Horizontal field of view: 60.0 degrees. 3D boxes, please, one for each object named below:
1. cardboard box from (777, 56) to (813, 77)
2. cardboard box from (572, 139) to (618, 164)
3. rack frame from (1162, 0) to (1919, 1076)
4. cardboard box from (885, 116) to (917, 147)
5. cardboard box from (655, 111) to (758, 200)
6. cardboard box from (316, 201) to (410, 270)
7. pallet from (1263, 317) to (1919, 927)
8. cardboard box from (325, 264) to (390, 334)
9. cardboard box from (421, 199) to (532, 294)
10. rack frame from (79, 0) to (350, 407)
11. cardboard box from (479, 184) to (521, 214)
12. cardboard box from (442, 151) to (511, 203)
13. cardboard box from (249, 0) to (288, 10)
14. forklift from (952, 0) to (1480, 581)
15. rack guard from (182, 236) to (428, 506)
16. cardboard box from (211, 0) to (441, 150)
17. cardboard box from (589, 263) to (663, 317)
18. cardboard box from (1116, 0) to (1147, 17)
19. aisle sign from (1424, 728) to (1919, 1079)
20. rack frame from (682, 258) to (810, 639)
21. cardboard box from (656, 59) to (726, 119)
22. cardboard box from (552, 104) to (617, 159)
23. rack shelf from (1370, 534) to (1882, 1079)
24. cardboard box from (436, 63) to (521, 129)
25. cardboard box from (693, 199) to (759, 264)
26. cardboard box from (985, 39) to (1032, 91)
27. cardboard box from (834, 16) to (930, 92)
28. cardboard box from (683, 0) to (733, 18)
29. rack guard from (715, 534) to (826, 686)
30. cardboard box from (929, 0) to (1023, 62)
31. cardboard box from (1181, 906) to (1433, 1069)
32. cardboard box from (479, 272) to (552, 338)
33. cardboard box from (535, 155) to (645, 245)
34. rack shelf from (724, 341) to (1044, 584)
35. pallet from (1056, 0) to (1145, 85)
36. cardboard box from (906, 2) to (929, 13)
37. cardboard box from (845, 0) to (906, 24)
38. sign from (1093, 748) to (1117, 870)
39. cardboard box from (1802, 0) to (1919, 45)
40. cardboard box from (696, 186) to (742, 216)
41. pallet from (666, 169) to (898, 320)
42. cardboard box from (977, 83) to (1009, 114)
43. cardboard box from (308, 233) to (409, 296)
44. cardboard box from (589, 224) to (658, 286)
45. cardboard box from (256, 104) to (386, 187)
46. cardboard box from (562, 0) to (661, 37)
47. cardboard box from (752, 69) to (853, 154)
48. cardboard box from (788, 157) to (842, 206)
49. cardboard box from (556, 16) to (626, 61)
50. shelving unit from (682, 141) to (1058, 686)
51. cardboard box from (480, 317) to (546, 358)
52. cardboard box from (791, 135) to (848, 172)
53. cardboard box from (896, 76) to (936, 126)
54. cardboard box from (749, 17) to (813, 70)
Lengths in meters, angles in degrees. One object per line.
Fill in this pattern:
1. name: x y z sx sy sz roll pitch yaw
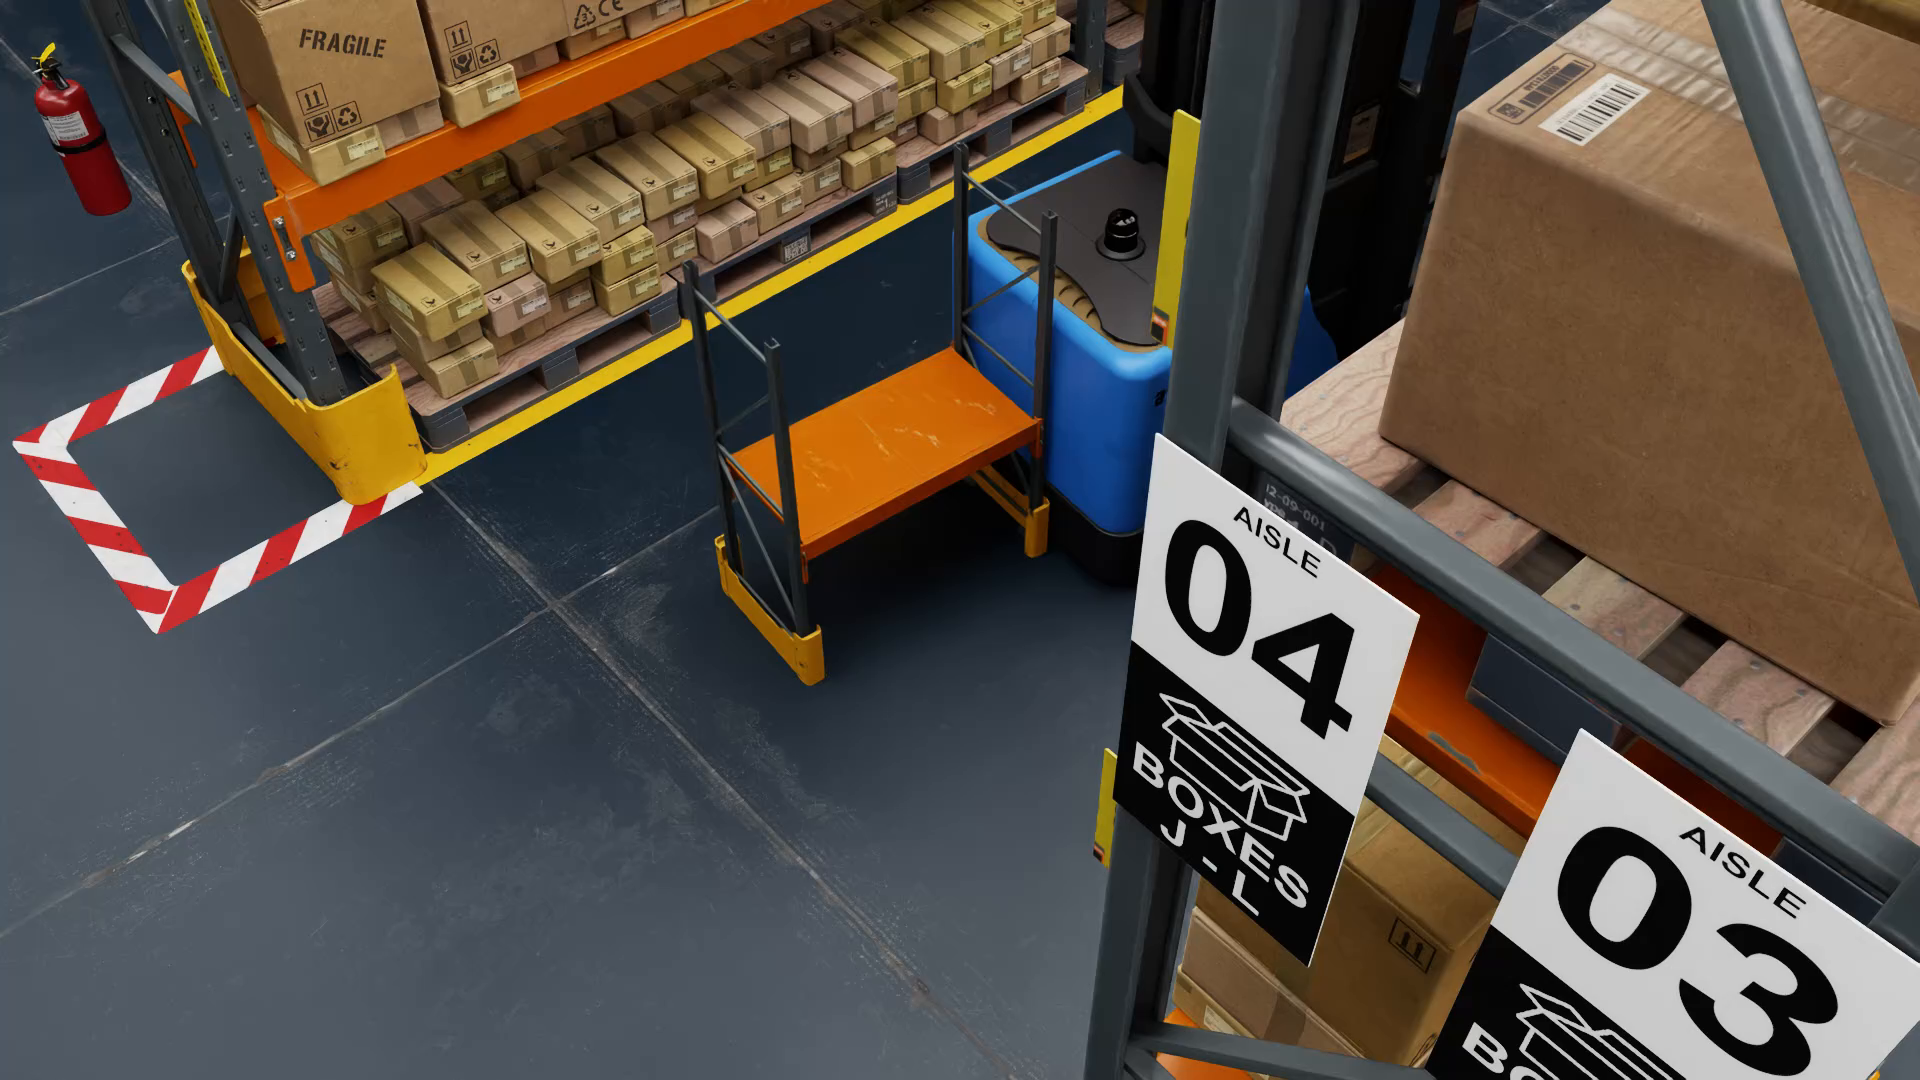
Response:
1. cardboard box: -0.863 -2.174 7.667 0.250 0.149 0.380 -31 55 -26
2. cardboard box: -1.679 -1.708 7.236 0.250 0.149 0.380 -33 55 -27
3. rack frame: 0.627 -0.781 0.848 0.127 3.000 1.000 -34 56 -27
4. cardboard box: -0.414 -1.955 7.667 0.250 0.149 0.380 -35 56 -28
5. cardboard box: -1.058 -1.607 6.941 0.250 0.149 0.380 -33 55 -27
6. cardboard box: -2.414 -1.271 6.631 0.250 0.149 0.380 -33 55 -27
7. pallet: 1.169 -0.107 2.327 1.213 0.211 1.003 -34 56 -27
8. cardboard box: -2.386 -1.043 6.826 0.250 0.149 0.380 -33 55 -27
9. cardboard box: -1.896 -1.147 6.517 0.250 0.149 0.380 -33 55 -27
10. rack frame: -2.635 -1.494 5.588 0.127 3.000 1.000 -34 56 -27
11. cardboard box: -2.053 -1.445 6.994 0.250 0.149 0.380 -36 57 -28
12. cardboard box: -2.083 -1.561 6.899 0.250 0.149 0.380 -35 56 -28
13. cardboard box: -2.124 -2.046 5.146 0.500 0.500 0.500 -34 56 -27
14. forklift: 1.439 -1.740 5.861 3.031 2.935 1.130 -29 54 -24
15. rack guard: -2.579 -0.684 6.541 0.348 0.500 1.175 -34 56 -27
16. cardboard box: -2.117 -1.701 5.508 0.500 0.500 0.500 -31 55 -26
17. cardboard box: -1.451 -1.122 6.898 0.250 0.149 0.380 -33 55 -27
18. cardboard box: 1.050 -2.988 8.381 0.500 0.500 0.500 -32 55 -26
19. aisle sign: 0.776 0.570 1.914 0.004 0.787 0.394 -34 56 -27
20. rack frame: -0.672 -0.185 5.400 0.032 1.500 0.500 -29 54 -24
21. cardboard box: -1.243 -2.033 7.334 0.250 0.149 0.380 -33 56 -27
22. cardboard box: -1.688 -1.818 7.136 0.250 0.149 0.380 -32 55 -26
23. rack shelf: 2.107 -0.509 3.127 4.000 0.370 1.077 -34 56 -27
24. cardboard box: -1.779 -1.643 5.896 0.250 0.149 0.380 -35 56 -28
25. cardboard box: -1.084 -1.376 7.132 0.380 0.149 0.250 36 57 29
26. cardboard box: 0.114 -2.279 7.764 0.380 0.149 0.250 36 57 29
27. cardboard box: -0.350 -2.171 7.461 0.250 0.149 0.380 -32 55 -26
28. cardboard box: -1.055 -2.190 6.400 0.250 0.149 0.380 -32 55 -26
29. rack guard: -0.671 0.239 5.860 0.087 0.250 0.587 -29 54 -24
30. cardboard box: 0.074 -2.384 7.658 0.250 0.149 0.380 -33 55 -27
31. cardboard box: 0.807 0.819 3.353 0.500 0.250 0.500 -35 56 -28
32. cardboard box: -1.834 -0.995 6.579 0.250 0.149 0.380 -34 56 -27
33. cardboard box: -1.495 -1.370 6.722 0.380 0.149 0.250 36 57 29
34. rack shelf: -0.265 -0.287 5.739 1.000 0.185 0.538 -29 54 -24
35. pallet: 0.900 -2.912 8.793 1.213 0.211 1.003 -34 56 -27
36. cardboard box: -0.286 -2.569 8.031 0.250 0.149 0.380 -33 56 -27
37. cardboard box: -0.467 -2.536 7.798 0.250 0.149 0.380 -34 56 -28
38. sign: 0.272 0.478 2.819 0.005 0.325 0.100 -34 56 -27
39. cardboard box: 1.473 -0.473 2.183 0.500 0.500 0.700 -36 57 -28
40. cardboard box: -1.144 -1.571 7.110 0.250 0.149 0.380 -31 54 -25
41. pallet: -1.052 -1.569 7.554 1.213 0.211 1.003 -34 56 -27
42. cardboard box: 0.015 -2.185 7.879 0.250 0.149 0.380 -32 55 -26
43. cardboard box: -2.436 -1.187 6.756 0.250 0.149 0.380 -35 56 -28
44. cardboard box: -1.450 -1.232 6.797 0.250 0.149 0.380 -32 55 -26
45. cardboard box: -2.175 -1.391 5.663 0.250 0.149 0.380 -34 56 -27
46. cardboard box: -1.367 -2.214 5.982 0.500 0.500 0.500 -33 55 -27
47. cardboard box: -0.679 -1.847 7.162 0.250 0.149 0.380 -36 57 -28
48. cardboard box: -0.740 -1.664 7.399 0.250 0.149 0.380 -33 55 -27
49. cardboard box: -1.463 -1.967 6.194 0.250 0.149 0.380 -34 56 -27
50. shelving unit: -0.273 -0.405 5.603 1.083 1.500 0.587 -29 54 -24
51. cardboard box: -1.893 -0.929 6.720 0.250 0.149 0.380 -34 56 -27
52. cardboard box: -0.712 -1.808 7.329 0.380 0.149 0.250 36 57 29
53. cardboard box: -0.324 -2.066 7.567 0.250 0.149 0.380 -33 55 -27
54. cardboard box: -0.888 -2.313 7.592 0.250 0.149 0.380 -33 55 -26
